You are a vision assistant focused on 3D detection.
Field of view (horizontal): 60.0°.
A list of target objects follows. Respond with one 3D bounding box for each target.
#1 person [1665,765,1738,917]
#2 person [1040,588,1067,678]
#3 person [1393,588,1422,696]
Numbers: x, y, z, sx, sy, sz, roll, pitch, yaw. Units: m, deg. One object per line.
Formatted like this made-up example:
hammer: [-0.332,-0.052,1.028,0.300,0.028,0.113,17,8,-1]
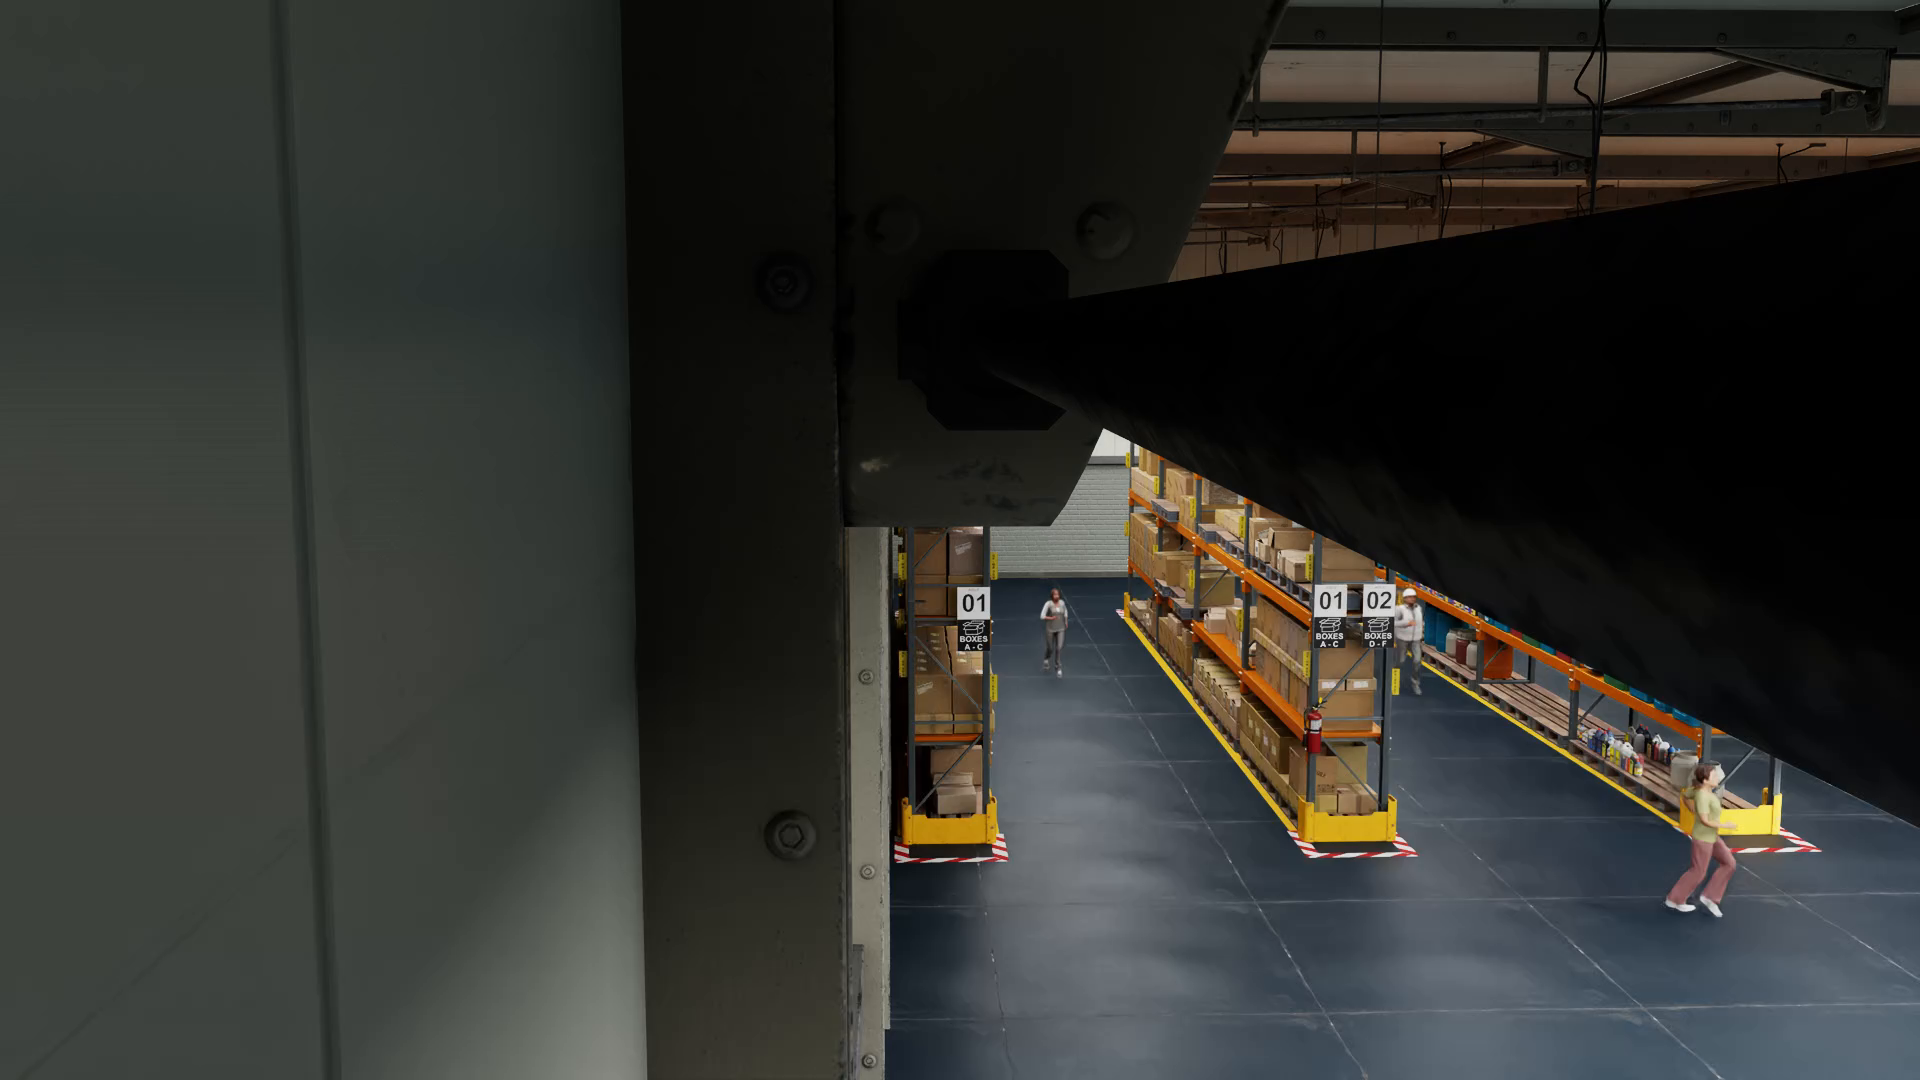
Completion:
person: [7.990,3.237,17.892,0.673,1.684,0.580,4,8,27]
person: [1.715,1.655,30.236,0.568,1.587,0.853,-2,8,-14]
person: [7.789,1.739,28.949,0.658,1.829,0.828,-1,7,-8]
